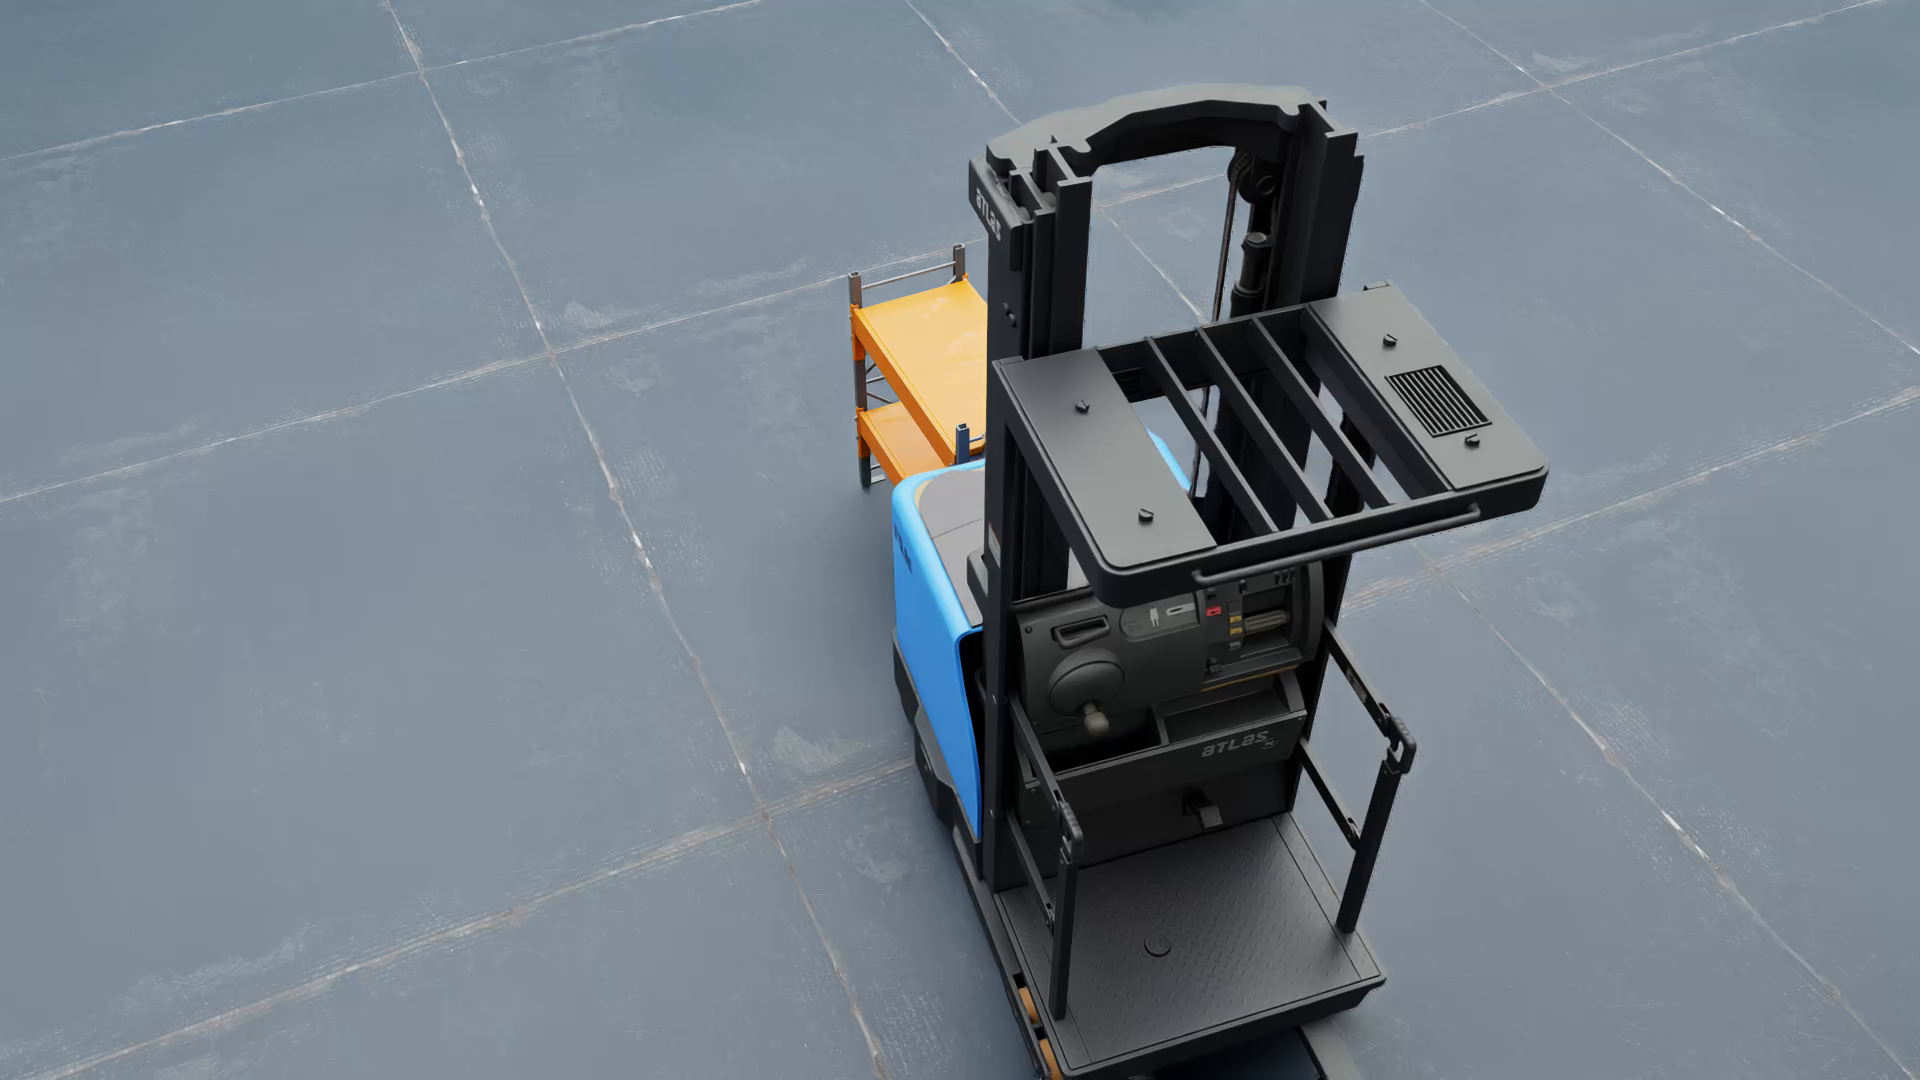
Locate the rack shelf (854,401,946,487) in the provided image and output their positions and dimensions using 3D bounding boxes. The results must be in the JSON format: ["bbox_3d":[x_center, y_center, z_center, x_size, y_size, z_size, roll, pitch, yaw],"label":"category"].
[{"bbox_3d":[0.003,-0.222,6.891,0.538,0.278,1.000,-18,47,-17],"label":"rack shelf"}]

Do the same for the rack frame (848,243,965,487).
[{"bbox_3d":[-0.211,-0.720,7.048,0.500,1.125,0.032,-18,47,-17],"label":"rack frame"}]

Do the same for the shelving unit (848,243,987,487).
[{"bbox_3d":[0.003,-0.396,6.719,0.538,1.125,1.048,-18,47,-17],"label":"shelving unit"}]

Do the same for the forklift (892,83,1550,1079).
[{"bbox_3d":[0.685,0.386,4.641,1.130,2.935,3.031,-13,46,-13],"label":"forklift"}]

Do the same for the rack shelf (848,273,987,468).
[{"bbox_3d":[0.003,-0.604,6.514,0.538,0.278,1.000,-18,47,-17],"label":"rack shelf"}]

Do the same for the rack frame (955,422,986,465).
[{"bbox_3d":[0.217,-0.072,6.391,0.500,1.125,0.032,-18,47,-17],"label":"rack frame"}]
